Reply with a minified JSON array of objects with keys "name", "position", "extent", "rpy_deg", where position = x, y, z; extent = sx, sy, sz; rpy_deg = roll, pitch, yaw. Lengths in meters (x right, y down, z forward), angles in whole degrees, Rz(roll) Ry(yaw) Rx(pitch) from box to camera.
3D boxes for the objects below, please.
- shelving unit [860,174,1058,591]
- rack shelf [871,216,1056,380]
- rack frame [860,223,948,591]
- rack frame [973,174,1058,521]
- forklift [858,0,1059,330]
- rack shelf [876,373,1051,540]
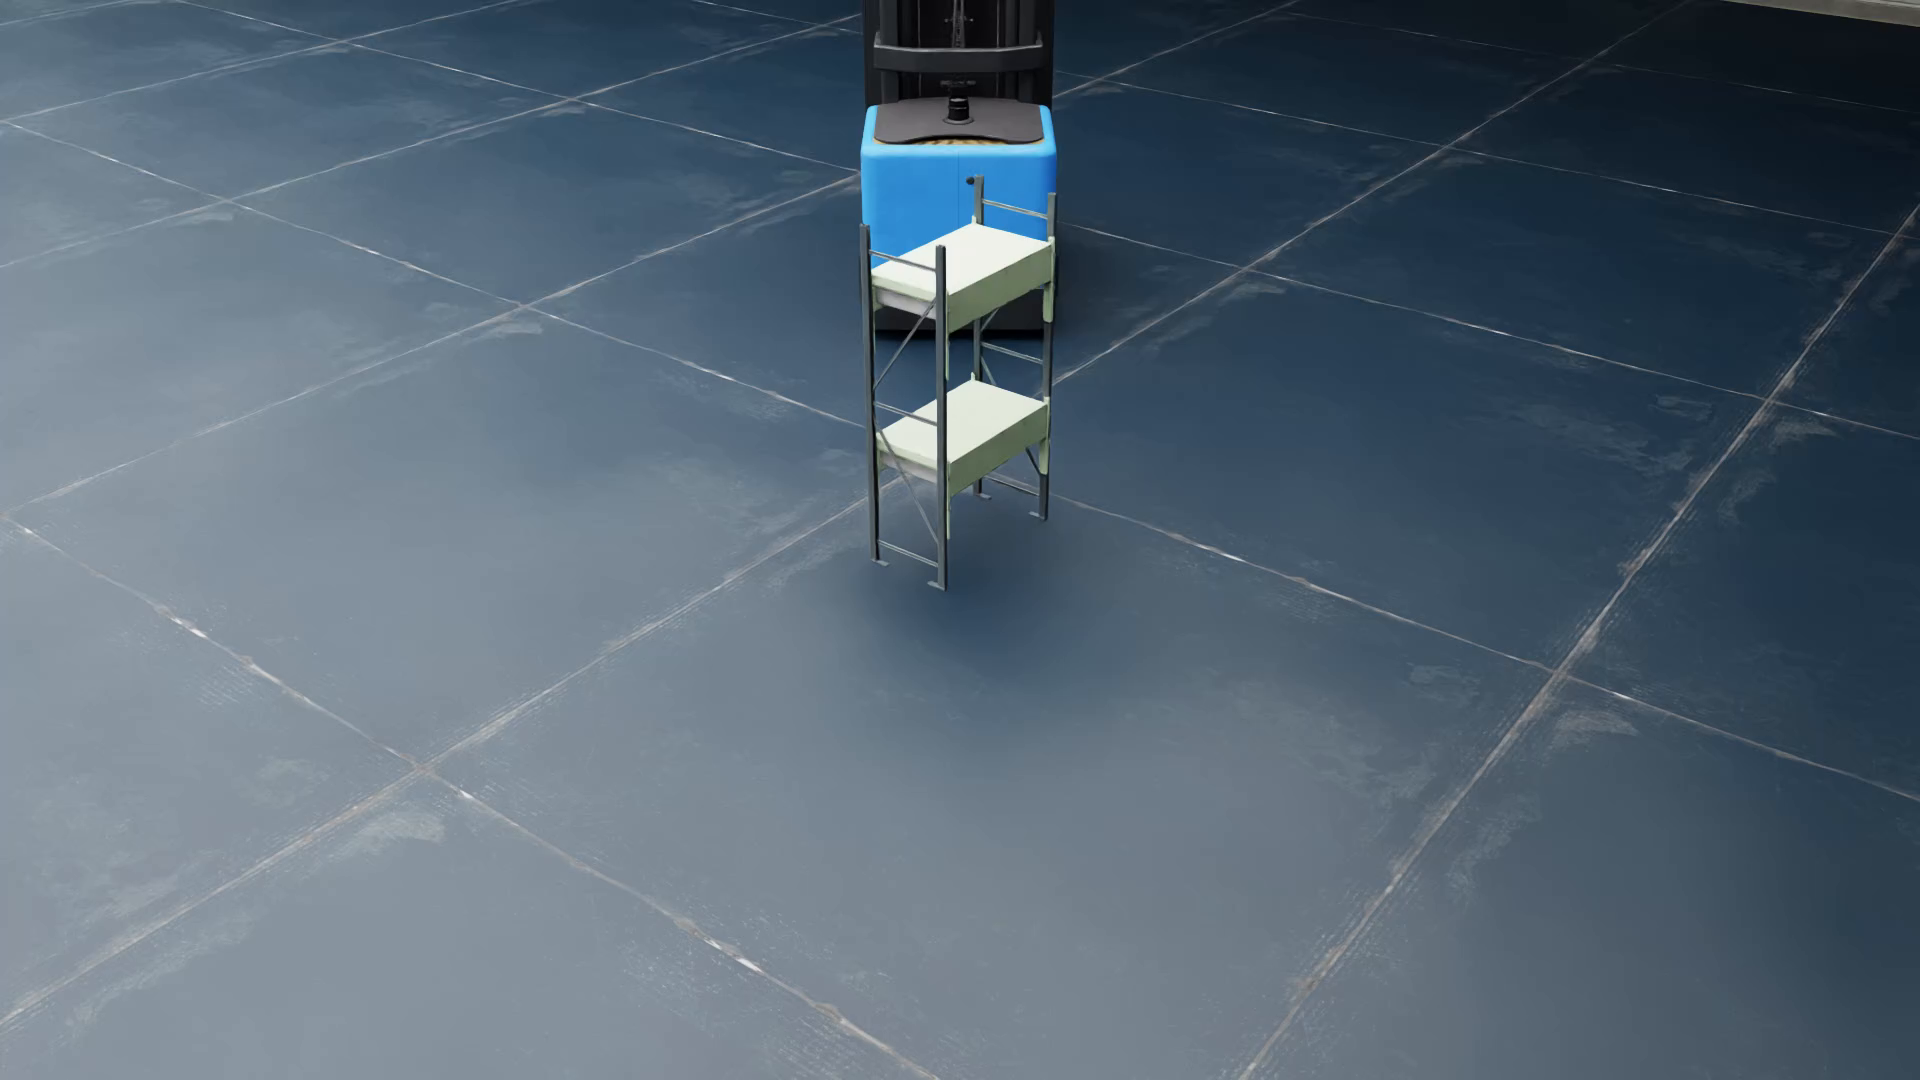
[{"name":"shelving unit","position":[0.004,-0.648,6.872],"extent":[0.431,1.500,0.755],"rpy_deg":[21,37,31]},{"name":"rack shelf","position":[0.004,-0.984,6.673],"extent":[0.431,0.370,0.720],"rpy_deg":[21,37,31]},{"name":"rack frame","position":[-0.217,-0.499,6.621],"extent":[0.400,1.500,0.023],"rpy_deg":[21,37,31]},{"name":"rack frame","position":[0.225,-0.797,7.123],"extent":[0.400,1.500,0.023],"rpy_deg":[21,37,31]},{"name":"forklift","position":[-0.010,-3.112,9.626],"extent":[1.130,2.935,3.031],"rpy_deg":[0,31,0]},{"name":"rack shelf","position":[0.004,-0.367,7.038],"extent":[0.431,0.370,0.720],"rpy_deg":[21,37,31]}]
